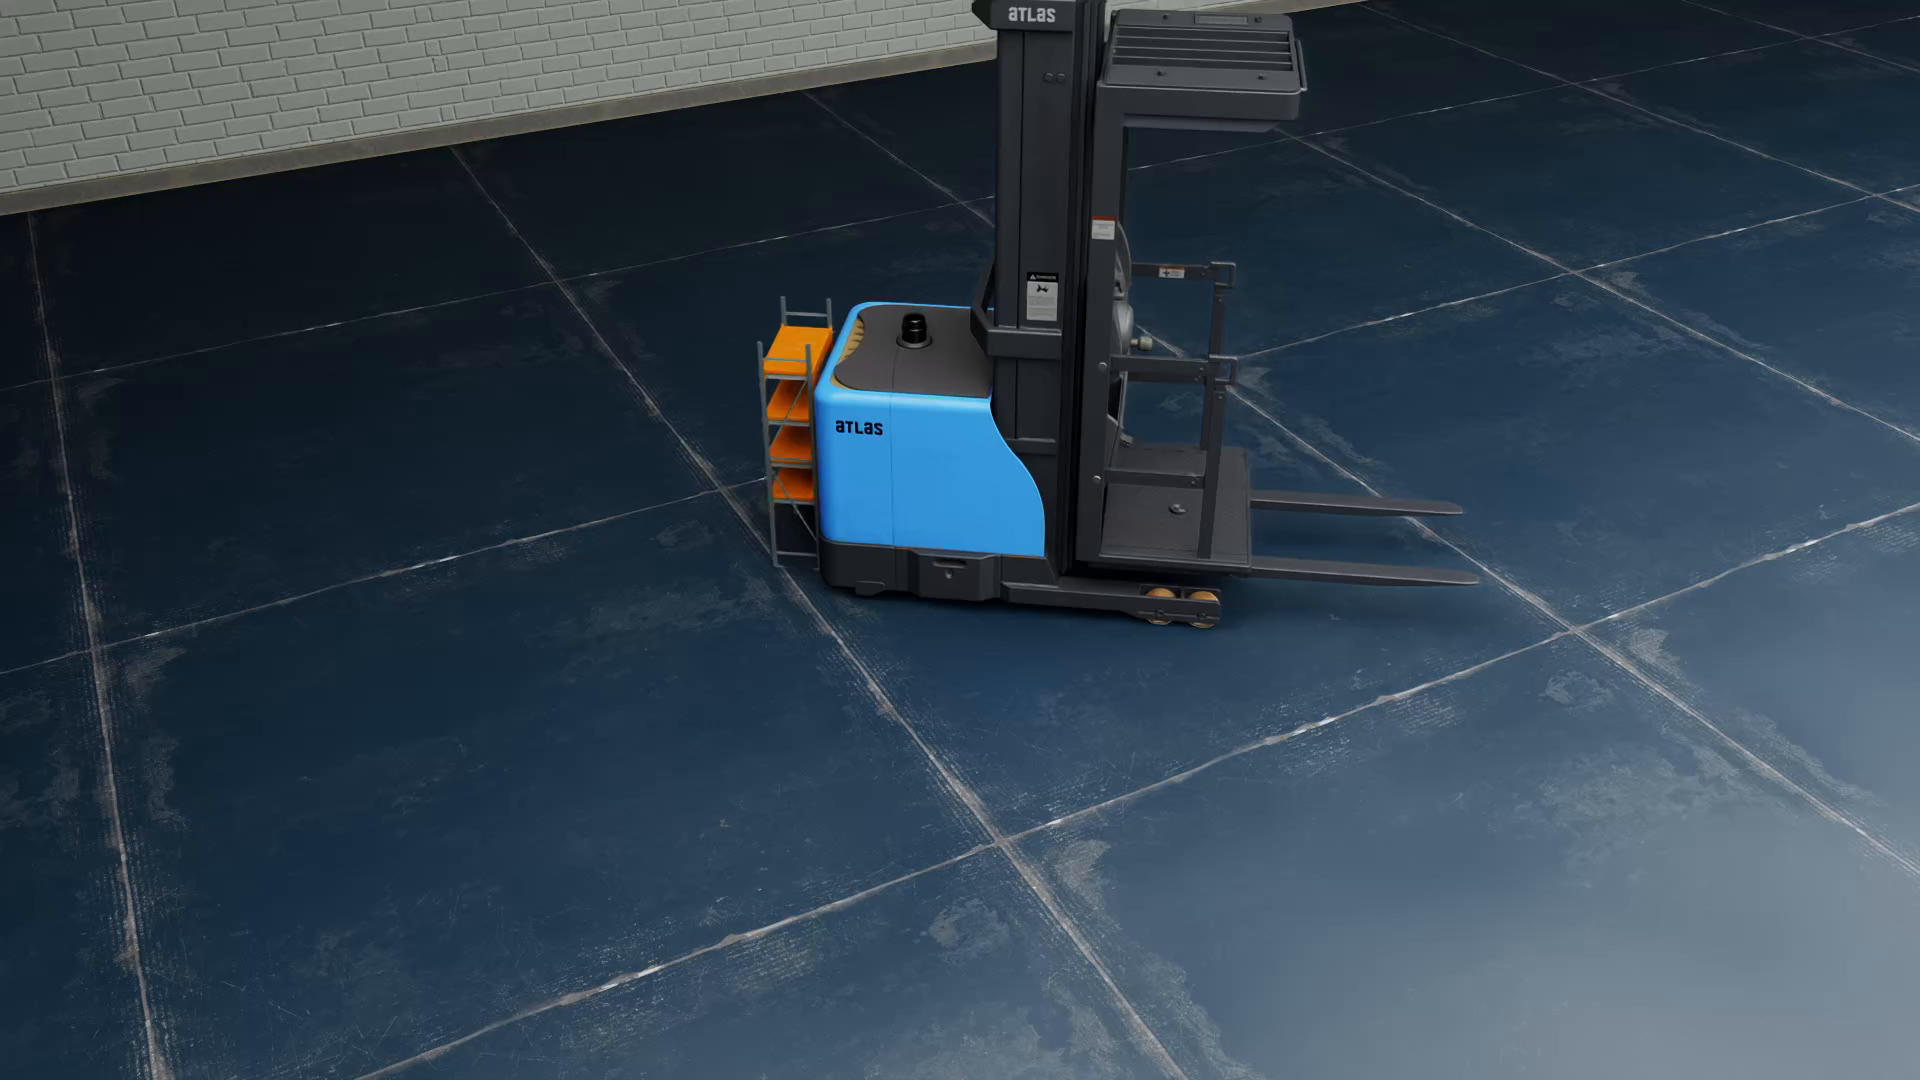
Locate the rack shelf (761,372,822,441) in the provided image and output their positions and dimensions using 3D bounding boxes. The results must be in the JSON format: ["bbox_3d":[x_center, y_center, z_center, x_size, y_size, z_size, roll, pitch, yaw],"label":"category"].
[{"bbox_3d":[-0.753,-0.631,7.833,0.258,0.148,0.480,4,33,6],"label":"rack shelf"}]

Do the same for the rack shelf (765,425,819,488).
[{"bbox_3d":[-0.753,-0.443,7.954,0.258,0.148,0.480,4,33,6],"label":"rack shelf"}]

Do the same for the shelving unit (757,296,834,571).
[{"bbox_3d":[-0.753,-0.500,7.918,0.258,1.200,0.503,4,33,6],"label":"shelving unit"}]

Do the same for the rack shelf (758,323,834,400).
[{"bbox_3d":[-0.753,-0.831,7.706,0.258,0.148,0.480,4,33,6],"label":"rack shelf"}]

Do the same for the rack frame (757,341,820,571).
[{"bbox_3d":[-0.783,-0.369,7.714,0.240,1.200,0.015,4,33,6],"label":"rack frame"}]

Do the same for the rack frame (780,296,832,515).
[{"bbox_3d":[-0.724,-0.630,8.122,0.240,1.200,0.015,4,33,6],"label":"rack frame"}]

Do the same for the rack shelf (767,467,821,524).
[{"bbox_3d":[-0.753,-0.276,8.061,0.258,0.148,0.480,4,33,6],"label":"rack shelf"}]

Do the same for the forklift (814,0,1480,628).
[{"bbox_3d":[0.898,-1.137,7.308,3.031,2.935,1.130,4,33,6],"label":"forklift"}]
